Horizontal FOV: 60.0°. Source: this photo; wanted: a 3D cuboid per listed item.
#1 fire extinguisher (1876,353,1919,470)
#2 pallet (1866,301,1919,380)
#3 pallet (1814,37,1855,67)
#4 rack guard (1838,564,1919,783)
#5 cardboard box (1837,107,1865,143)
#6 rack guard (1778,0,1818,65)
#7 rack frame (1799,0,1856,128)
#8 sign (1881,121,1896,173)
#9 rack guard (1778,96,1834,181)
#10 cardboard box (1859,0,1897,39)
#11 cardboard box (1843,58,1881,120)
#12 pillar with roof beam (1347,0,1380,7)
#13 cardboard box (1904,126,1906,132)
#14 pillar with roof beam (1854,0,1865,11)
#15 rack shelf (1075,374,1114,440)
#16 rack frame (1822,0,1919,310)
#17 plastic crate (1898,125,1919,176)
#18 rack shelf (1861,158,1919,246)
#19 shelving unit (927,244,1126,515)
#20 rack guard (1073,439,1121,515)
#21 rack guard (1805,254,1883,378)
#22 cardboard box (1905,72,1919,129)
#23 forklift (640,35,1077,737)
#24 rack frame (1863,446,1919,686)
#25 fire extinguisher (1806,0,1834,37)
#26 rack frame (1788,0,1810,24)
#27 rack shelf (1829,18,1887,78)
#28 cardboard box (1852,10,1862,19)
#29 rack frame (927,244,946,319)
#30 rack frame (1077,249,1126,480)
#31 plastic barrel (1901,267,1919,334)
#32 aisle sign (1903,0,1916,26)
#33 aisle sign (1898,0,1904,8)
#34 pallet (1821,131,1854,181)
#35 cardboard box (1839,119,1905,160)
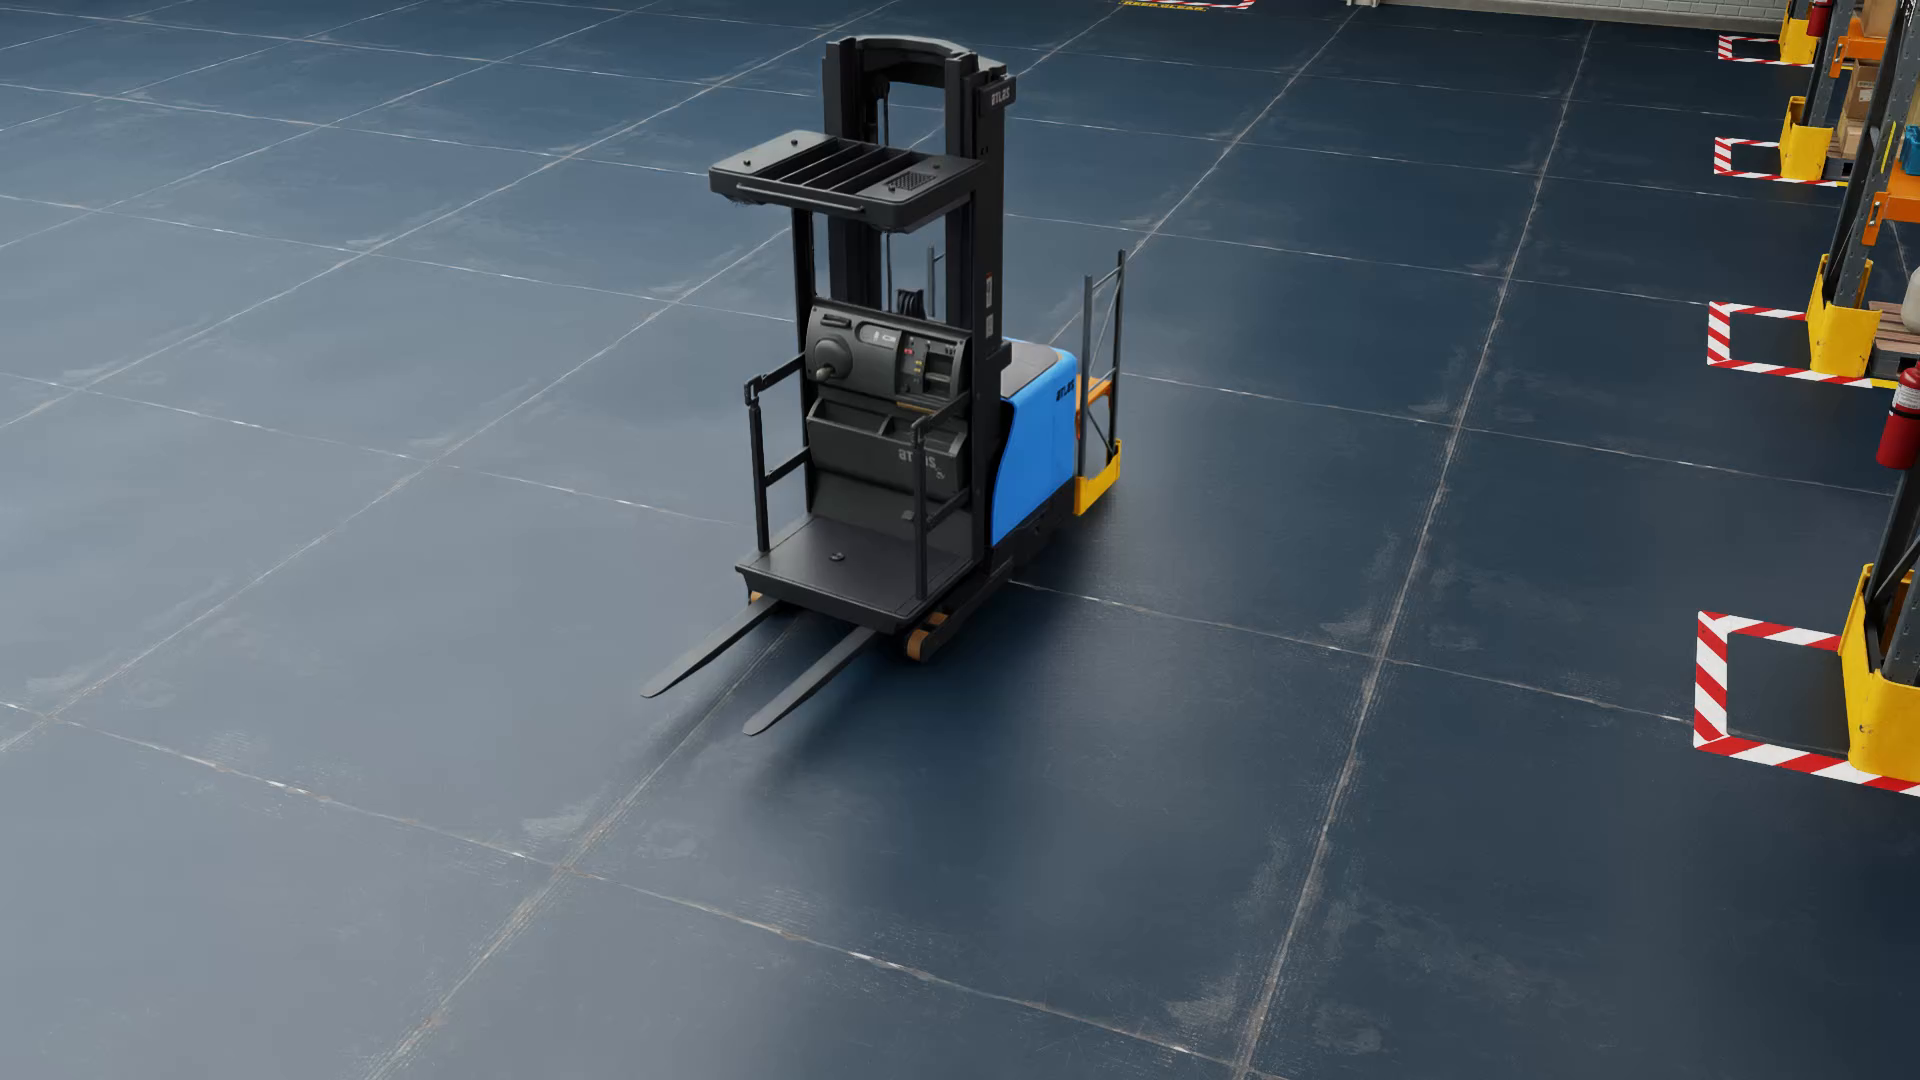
[{"bbox_3d":[4.571,-0.672,7.969,0.183,0.674,0.296,11,31,19],"label":"fire extinguisher"},{"bbox_3d":[7.205,-1.374,11.966,1.213,0.211,1.003,11,31,19],"label":"pallet"},{"bbox_3d":[10.901,-5.856,19.895,1.213,0.211,1.003,11,31,19],"label":"pallet"},{"bbox_3d":[4.574,0.628,8.131,0.348,0.500,1.175,11,31,19],"label":"rack guard"},{"bbox_3d":[8.840,-4.012,16.167,0.500,0.250,0.500,11,31,19],"label":"cardboard box"},{"bbox_3d":[10.161,-6.148,20.119,0.348,0.500,1.175,11,31,19],"label":"rack guard"},{"bbox_3d":[8.232,-4.991,15.531,0.127,3.000,1.000,11,31,19],"label":"rack frame"},{"bbox_3d":[6.155,-2.603,11.026,0.005,0.325,0.100,11,31,19],"label":"sign"},{"bbox_3d":[8.210,-3.907,16.154,0.348,0.500,1.175,11,31,19],"label":"rack guard"},{"bbox_3d":[8.660,-4.942,15.344,0.500,0.500,0.700,11,31,19],"label":"cardboard box"},{"bbox_3d":[8.841,-4.339,15.985,0.500,0.500,0.500,11,31,19],"label":"cardboard box"},{"bbox_3d":[3.886,-9.274,17.012,0.400,9.000,9.100,11,31,19],"label":"pillar with roof beam"},{"bbox_3d":[9.110,-3.685,15.589,0.500,0.250,0.500,11,31,19],"label":"cardboard box"},{"bbox_3d":[9.446,-8.164,15.048,0.400,9.000,9.100,11,31,19],"label":"pillar with roof beam"},{"bbox_3d":[0.387,-0.900,10.184,1.000,0.185,0.538,15,33,25],"label":"rack shelf"},{"bbox_3d":[6.366,-2.733,11.537,0.127,3.000,1.000,11,31,19],"label":"rack frame"},{"bbox_3d":[6.942,-2.712,11.651,0.616,0.251,0.499,11,31,19],"label":"plastic crate"},{"bbox_3d":[8.219,-2.050,11.059,4.000,0.370,1.077,11,31,19],"label":"rack shelf"},{"bbox_3d":[0.395,-1.055,10.092,1.083,1.500,0.587,15,33,25],"label":"shelving unit"},{"bbox_3d":[0.833,-0.393,10.192,0.087,0.250,0.587,15,33,25],"label":"rack guard"},{"bbox_3d":[6.454,-1.652,12.165,0.348,0.500,1.175,11,31,19],"label":"rack guard"},{"bbox_3d":[9.109,-4.011,15.403,0.500,0.500,0.500,11,31,19],"label":"cardboard box"},{"bbox_3d":[-0.492,-0.902,8.366,1.130,2.935,3.031,16,33,26],"label":"forklift"},{"bbox_3d":[4.504,-0.475,7.541,0.127,3.000,1.000,11,31,19],"label":"rack frame"},{"bbox_3d":[8.297,-5.191,15.964,0.183,0.674,0.296,11,31,19],"label":"fire extinguisher"},{"bbox_3d":[10.091,-7.250,19.529,0.127,3.000,1.000,11,31,19],"label":"rack frame"},{"bbox_3d":[10.085,-4.308,15.054,4.000,0.370,1.077,11,31,19],"label":"rack shelf"},{"bbox_3d":[10.698,-6.102,19.783,0.500,0.311,0.500,8,30,13],"label":"cardboard box"},{"bbox_3d":[-0.059,-1.177,10.307,0.032,1.500,0.500,15,33,25],"label":"rack frame"},{"bbox_3d":[0.834,-0.937,9.884,0.032,1.500,0.500,15,33,25],"label":"rack frame"},{"bbox_3d":[7.005,-1.746,11.892,0.421,0.512,0.421,0,29,0],"label":"plastic barrel"},{"bbox_3d":[6.189,-3.744,10.684,0.004,0.787,0.394,11,31,19],"label":"aisle sign"},{"bbox_3d":[6.411,-4.013,11.160,0.004,0.787,0.394,11,31,19],"label":"aisle sign"},{"bbox_3d":[8.956,-3.654,16.001,1.213,0.211,1.003,11,31,19],"label":"pallet"},{"bbox_3d":[8.645,-3.776,15.750,0.500,0.250,0.500,11,31,19],"label":"cardboard box"}]
